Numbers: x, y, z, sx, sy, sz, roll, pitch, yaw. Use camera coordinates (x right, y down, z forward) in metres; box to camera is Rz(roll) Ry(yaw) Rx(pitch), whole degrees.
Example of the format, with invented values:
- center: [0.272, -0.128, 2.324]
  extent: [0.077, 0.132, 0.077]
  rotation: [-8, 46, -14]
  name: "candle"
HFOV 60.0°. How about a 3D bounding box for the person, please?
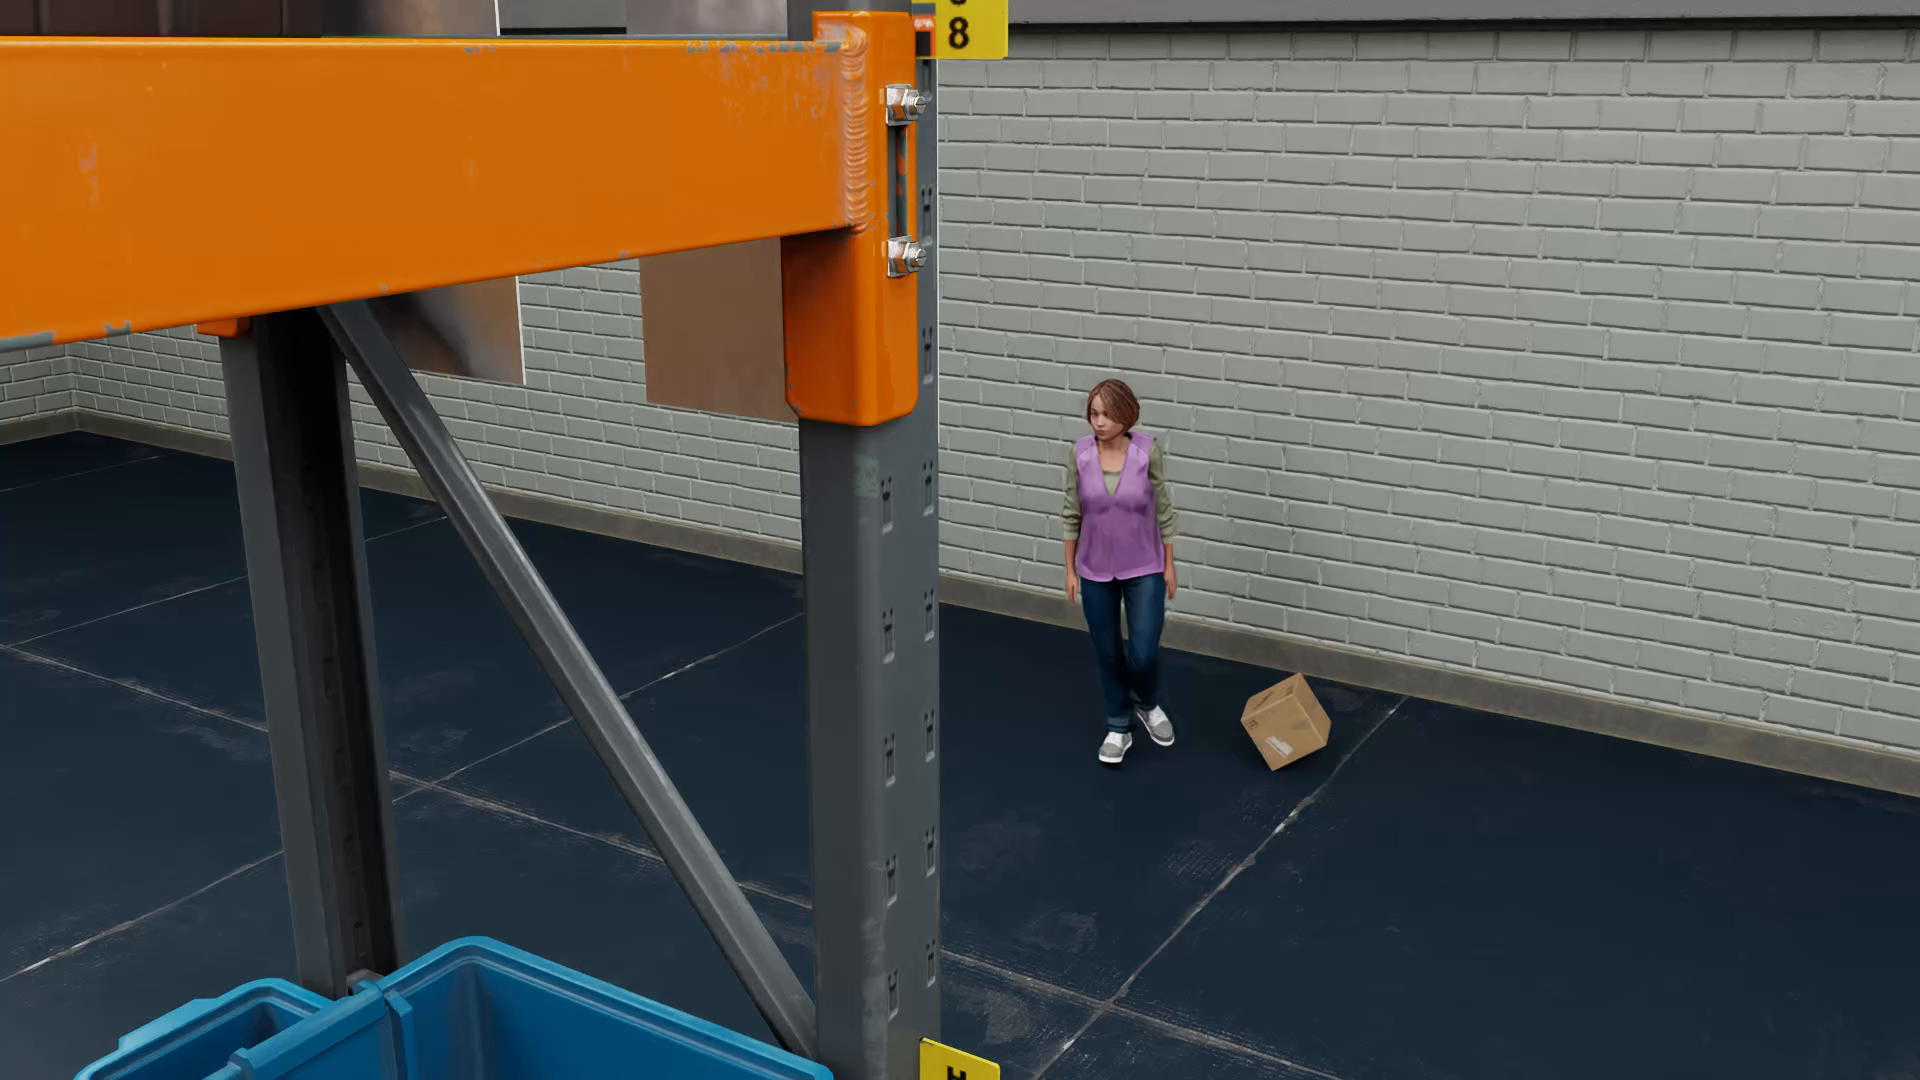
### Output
- center: [0.632, 0.131, 6.566]
  extent: [0.465, 1.588, 0.421]
  rotation: [5, 17, 16]
  name: "person"
